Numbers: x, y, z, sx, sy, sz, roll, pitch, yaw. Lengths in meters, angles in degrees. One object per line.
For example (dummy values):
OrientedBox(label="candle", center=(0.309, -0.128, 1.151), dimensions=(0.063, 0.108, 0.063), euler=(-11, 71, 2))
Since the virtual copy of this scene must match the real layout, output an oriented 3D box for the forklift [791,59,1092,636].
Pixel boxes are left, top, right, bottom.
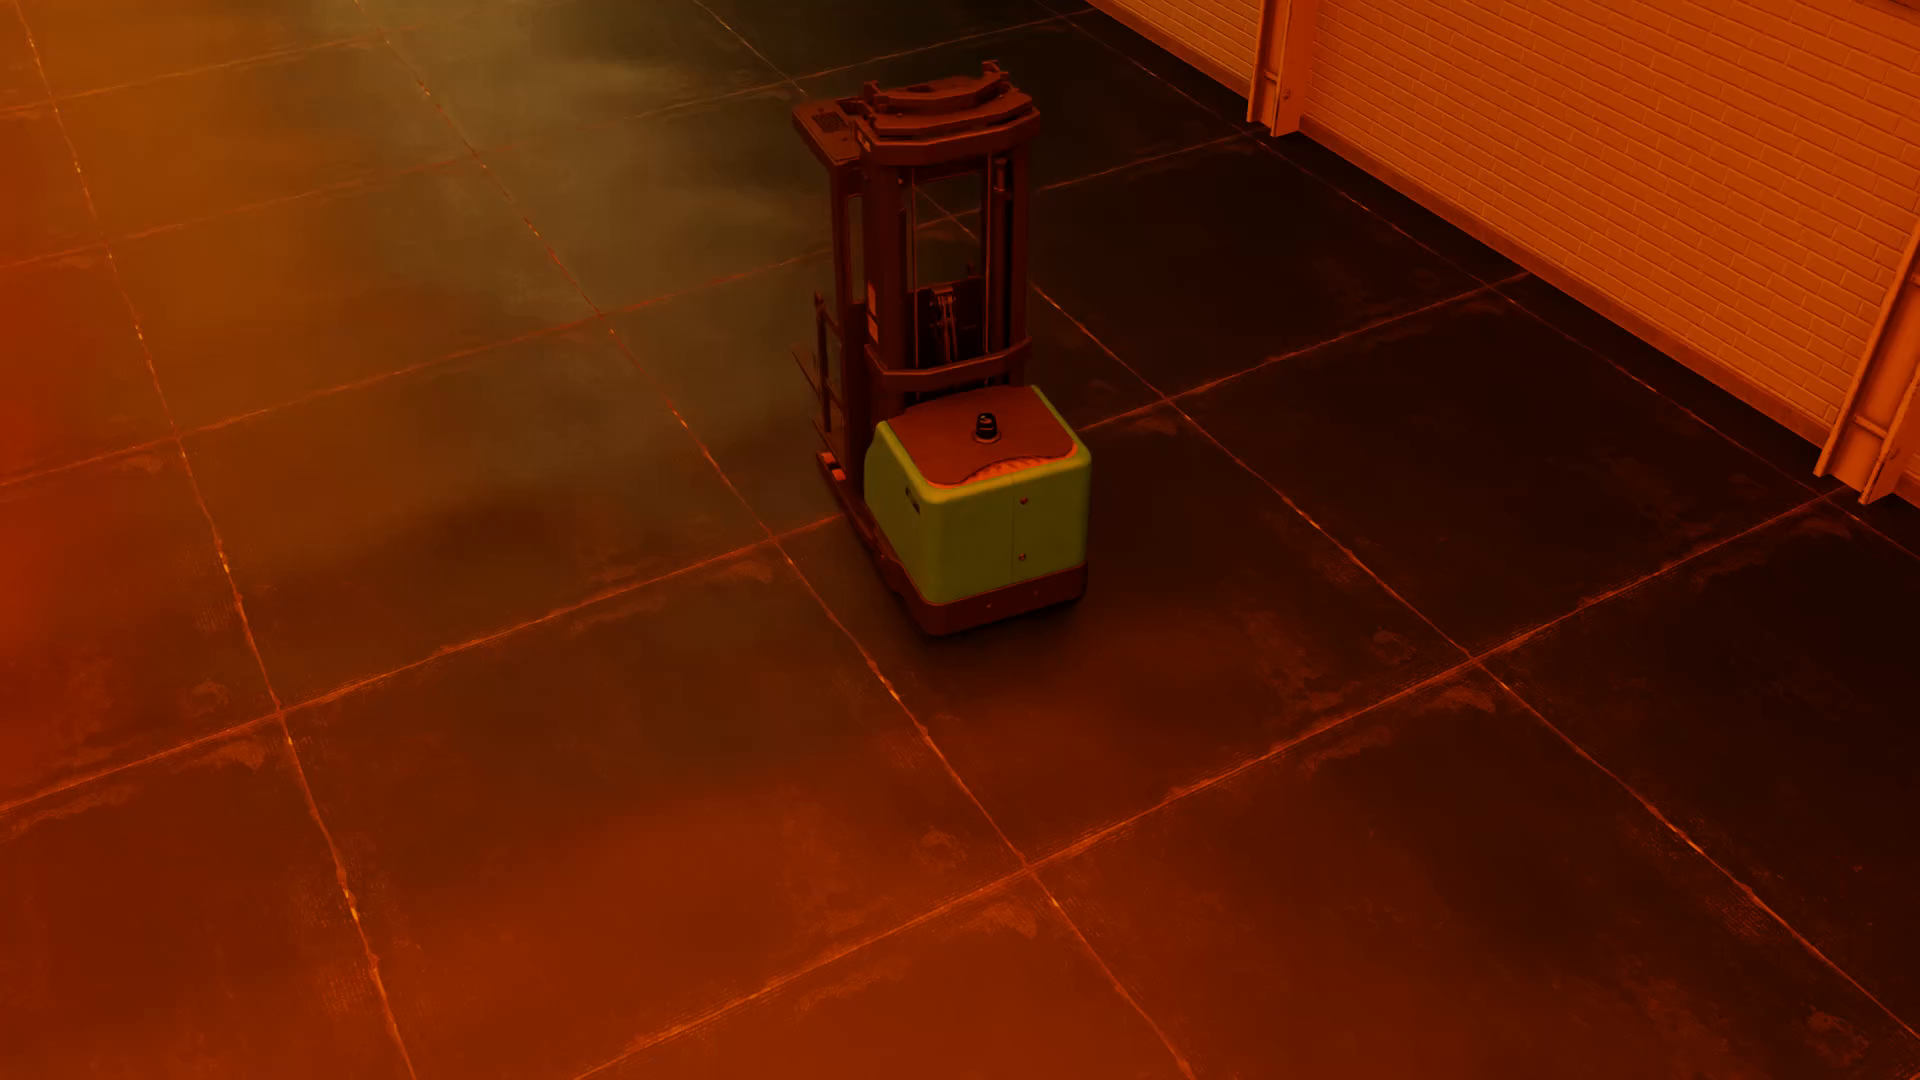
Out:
OrientedBox(label="forklift", center=(-0.287, -1.520, 9.868), dimensions=(1.130, 2.935, 3.031), euler=(-15, 42, -17))
